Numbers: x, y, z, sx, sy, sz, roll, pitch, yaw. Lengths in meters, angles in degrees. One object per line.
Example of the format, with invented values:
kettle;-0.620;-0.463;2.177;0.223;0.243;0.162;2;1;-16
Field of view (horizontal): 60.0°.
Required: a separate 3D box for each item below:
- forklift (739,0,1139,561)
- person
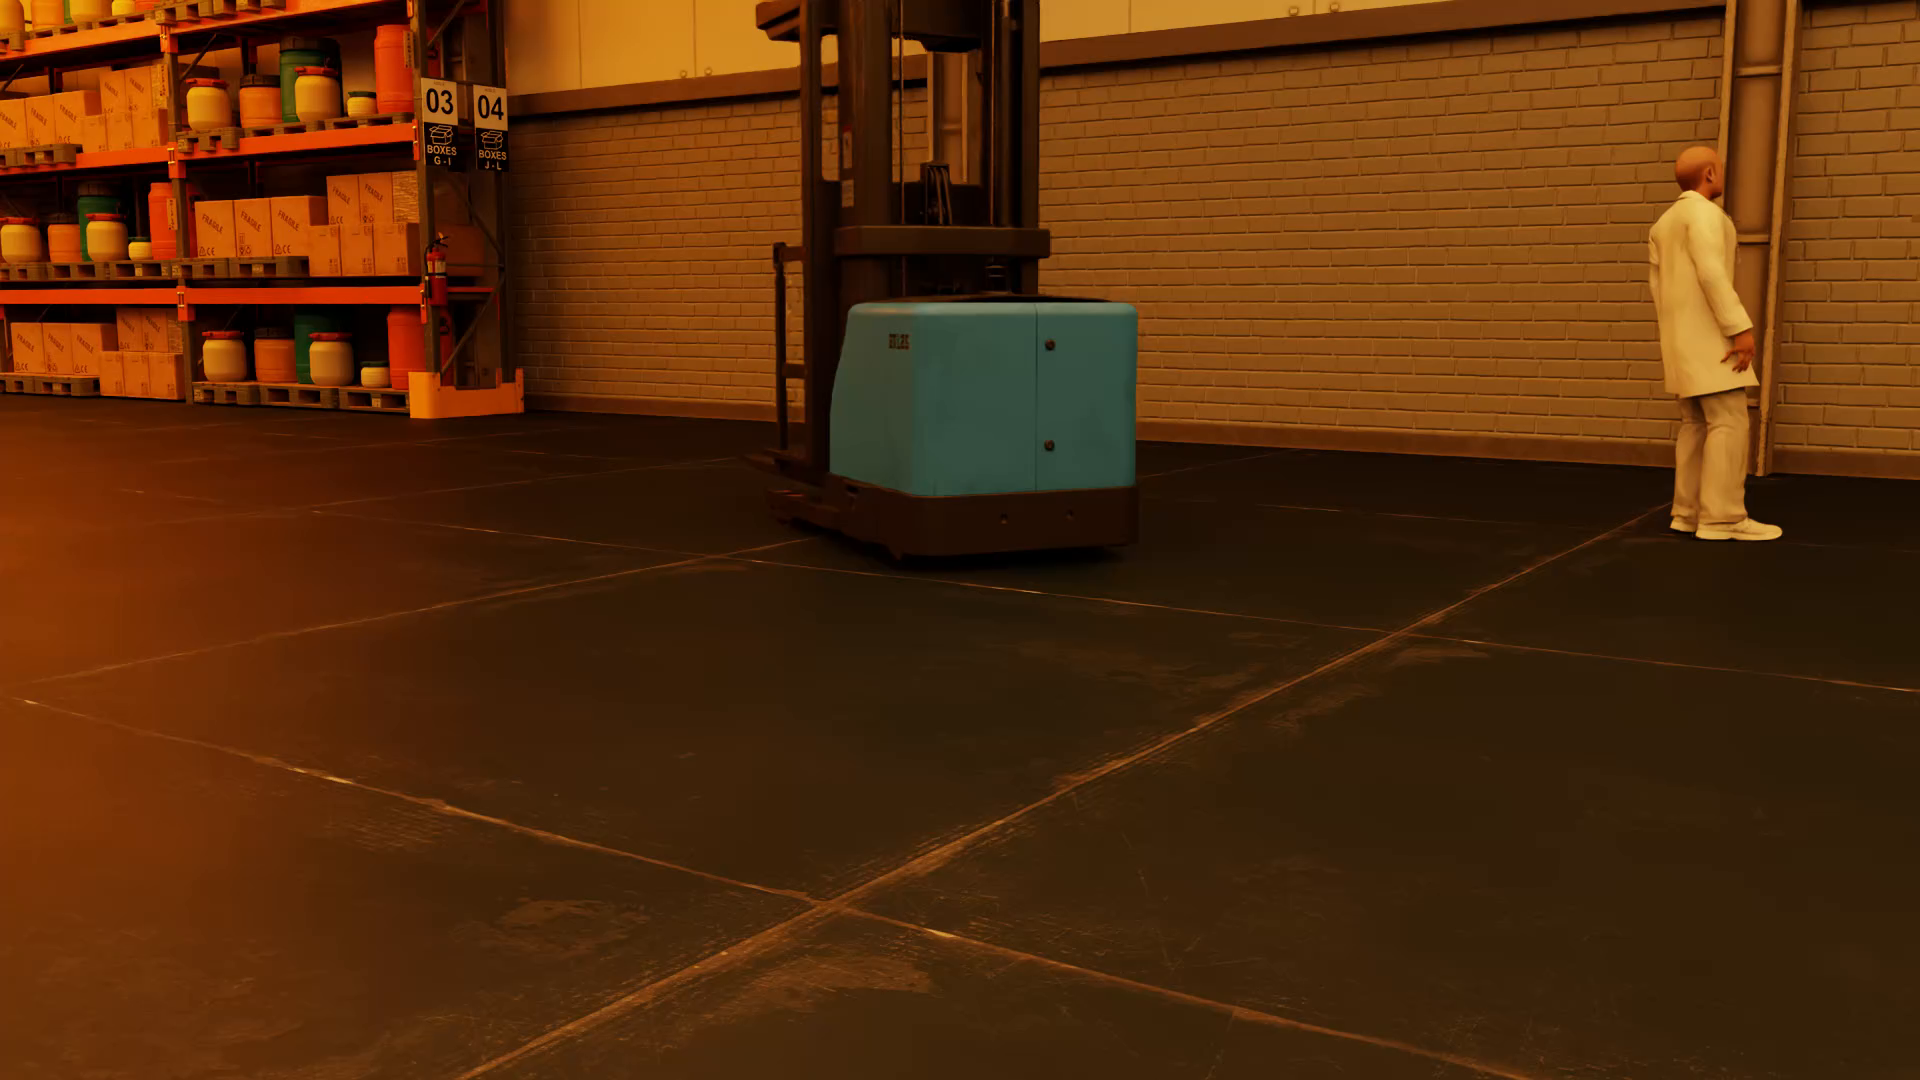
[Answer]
forklift;-0.313;-1.533;7.976;1.130;2.935;3.031;-4;9;-24
person;3.483;-0.900;7.657;0.507;1.791;0.684;0;8;-1
